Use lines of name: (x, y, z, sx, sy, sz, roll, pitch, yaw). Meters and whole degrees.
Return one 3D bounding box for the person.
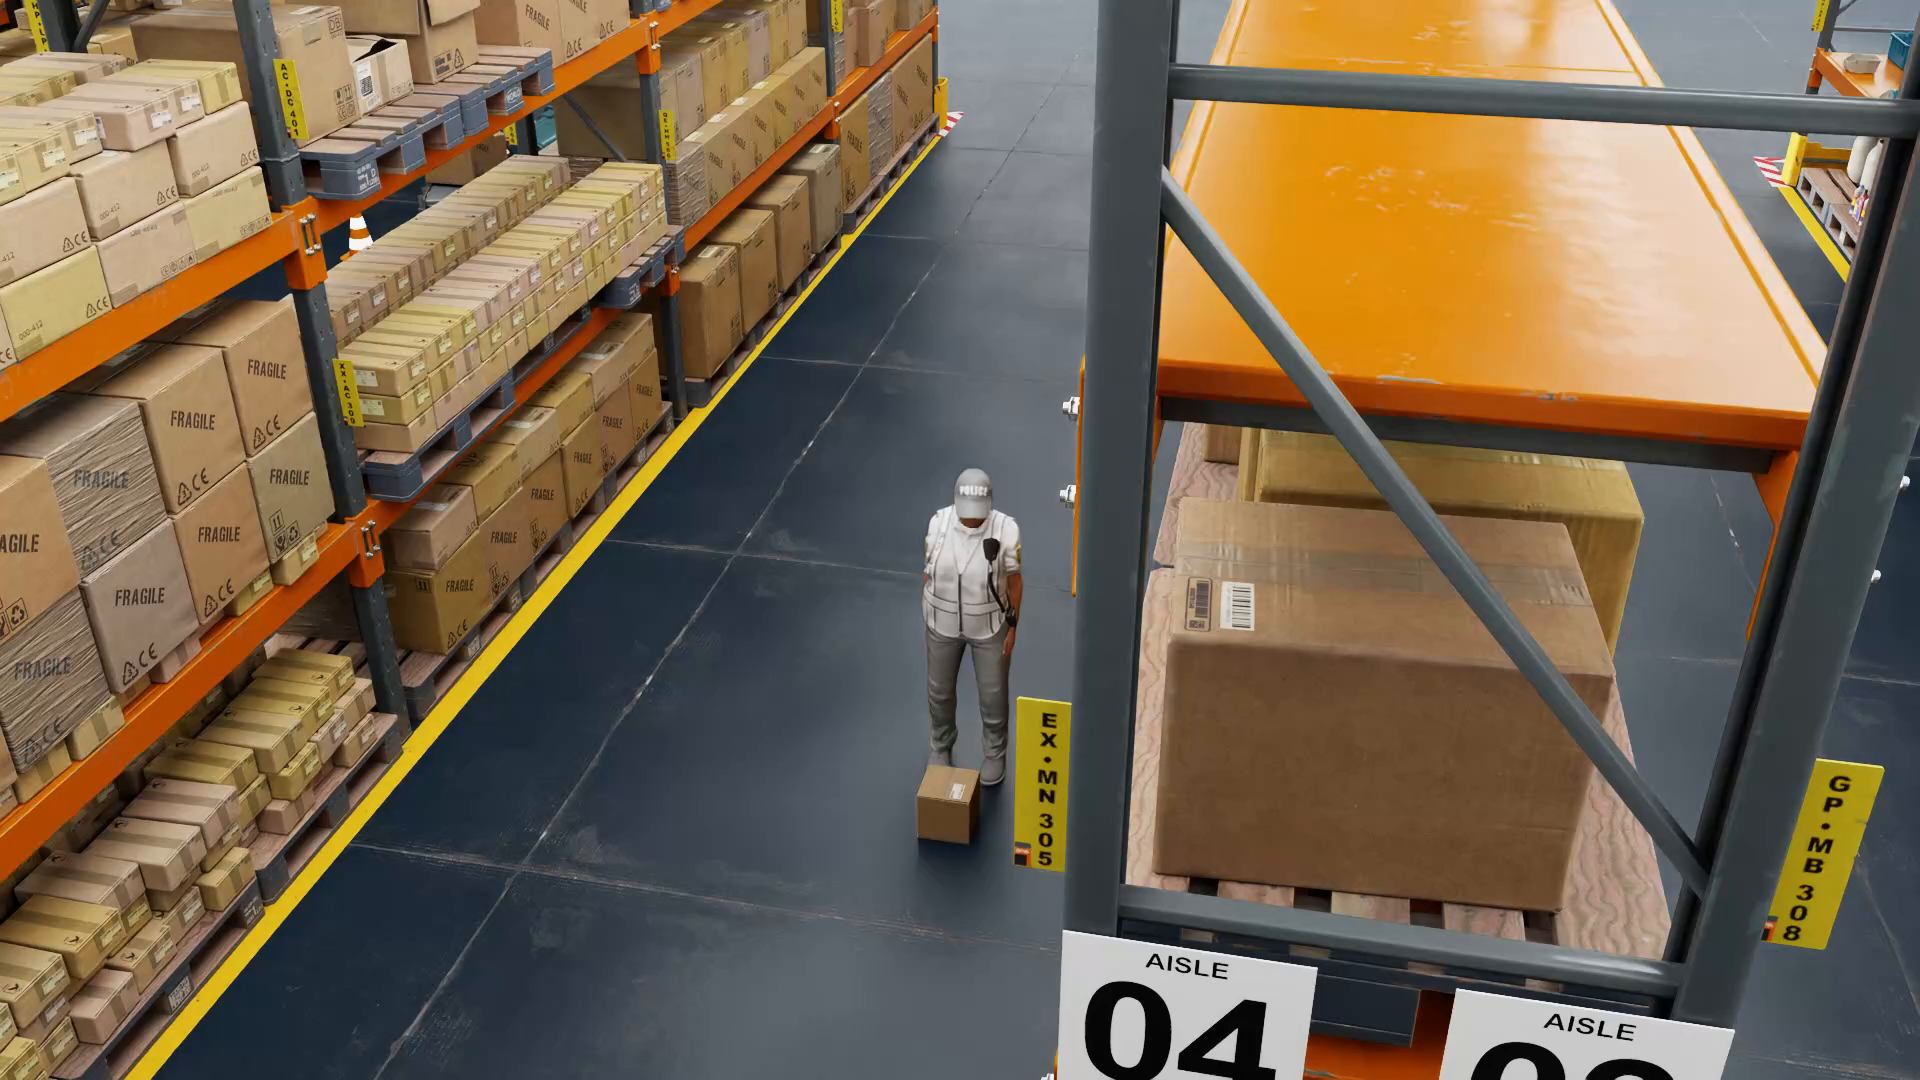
person: (0.058, 0.409, 7.887, 0.471, 1.660, 0.390, 5, 29, 10)
